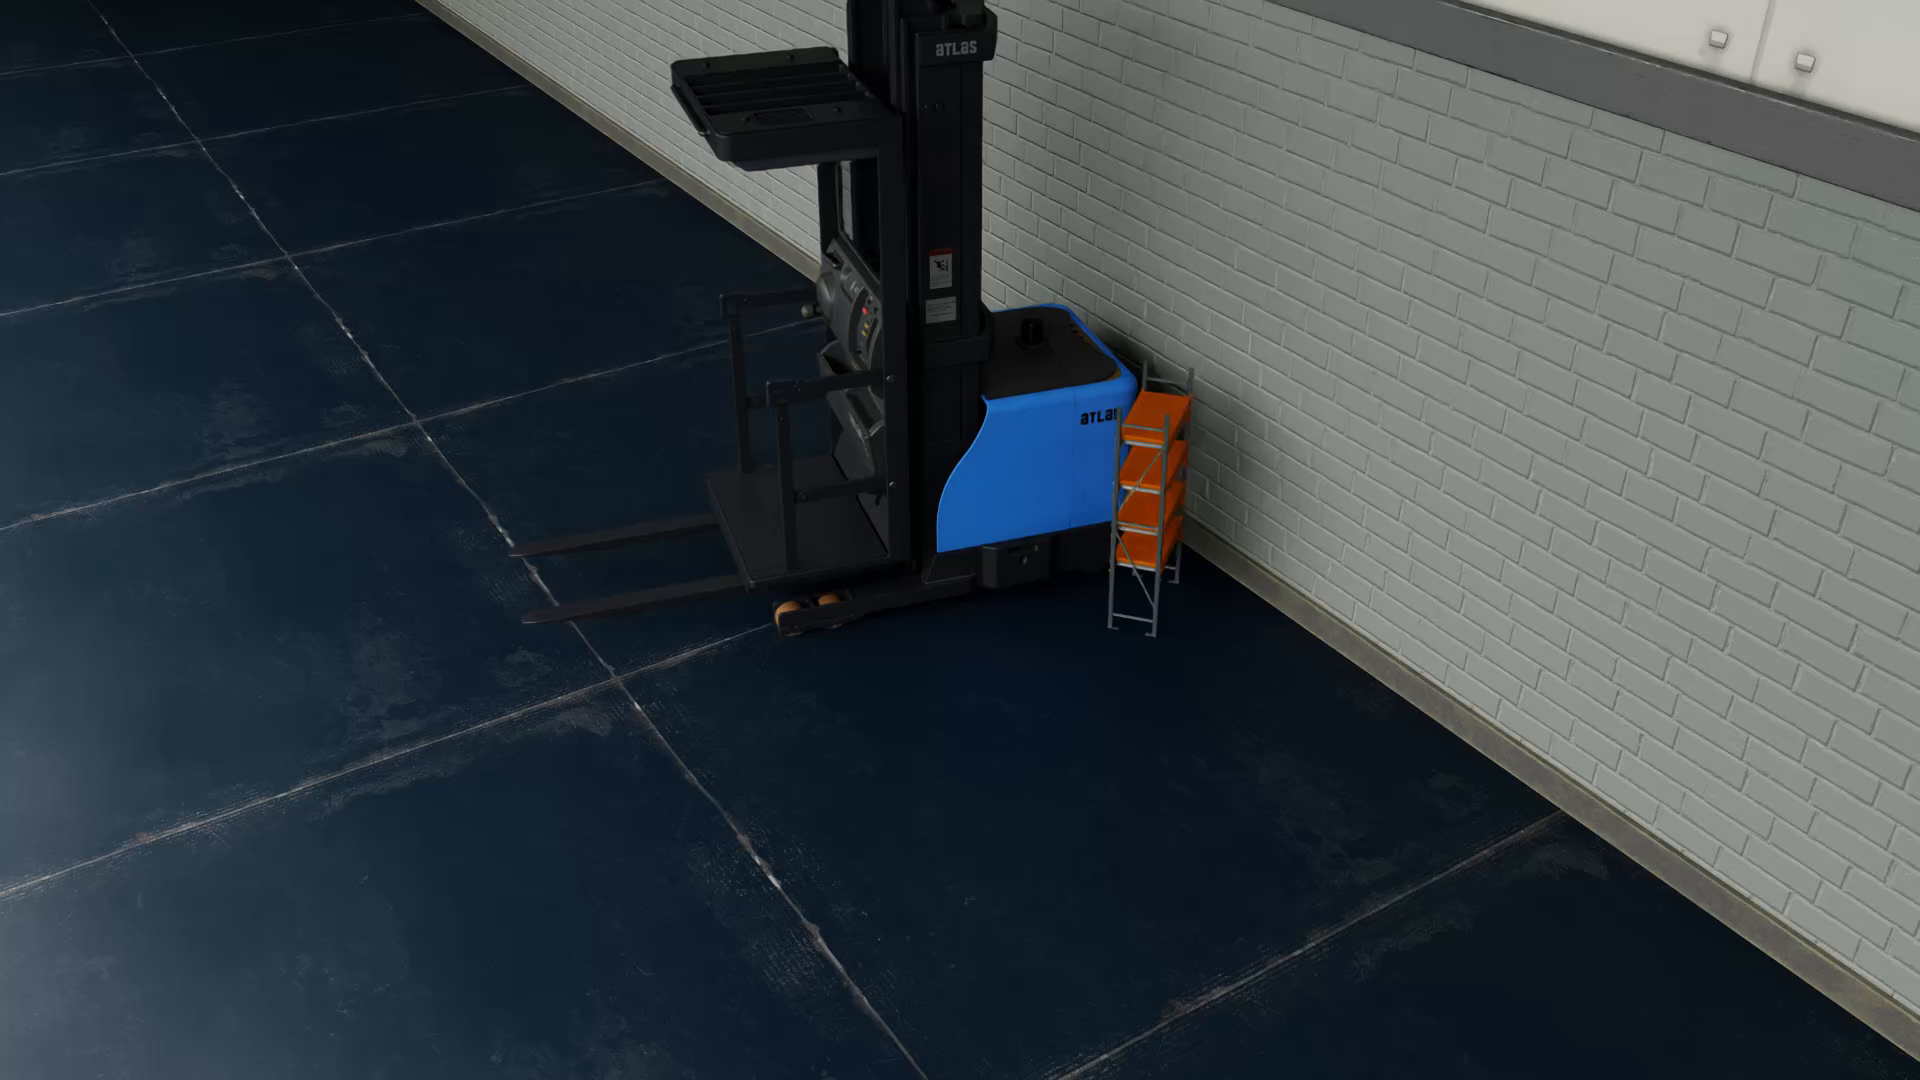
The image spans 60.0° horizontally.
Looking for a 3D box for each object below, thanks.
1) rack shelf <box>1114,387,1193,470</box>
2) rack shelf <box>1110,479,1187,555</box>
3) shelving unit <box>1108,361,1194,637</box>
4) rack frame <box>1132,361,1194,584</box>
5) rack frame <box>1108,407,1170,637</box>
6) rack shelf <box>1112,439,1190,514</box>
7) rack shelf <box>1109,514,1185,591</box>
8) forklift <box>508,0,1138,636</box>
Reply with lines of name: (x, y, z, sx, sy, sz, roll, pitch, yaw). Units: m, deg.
rack shelf: (0.900, -0.522, 7.712, 0.258, 0.148, 0.480, 10, 34, 17)
rack shelf: (0.906, -0.131, 7.956, 0.258, 0.148, 0.480, 10, 34, 17)
shelving unit: (0.905, -0.188, 7.920, 0.258, 1.200, 0.503, 10, 34, 17)
rack frame: (0.985, -0.311, 8.115, 0.240, 1.200, 0.015, 10, 34, 17)
rack frame: (0.825, -0.065, 7.725, 0.240, 1.200, 0.015, 10, 34, 17)
rack shelf: (0.903, -0.321, 7.837, 0.258, 0.148, 0.480, 10, 34, 17)
rack shelf: (0.909, 0.037, 8.061, 0.258, 0.148, 0.480, 10, 34, 17)
forklift: (-0.703, -1.093, 7.736, 3.031, 2.935, 1.130, -10, 34, -16)
